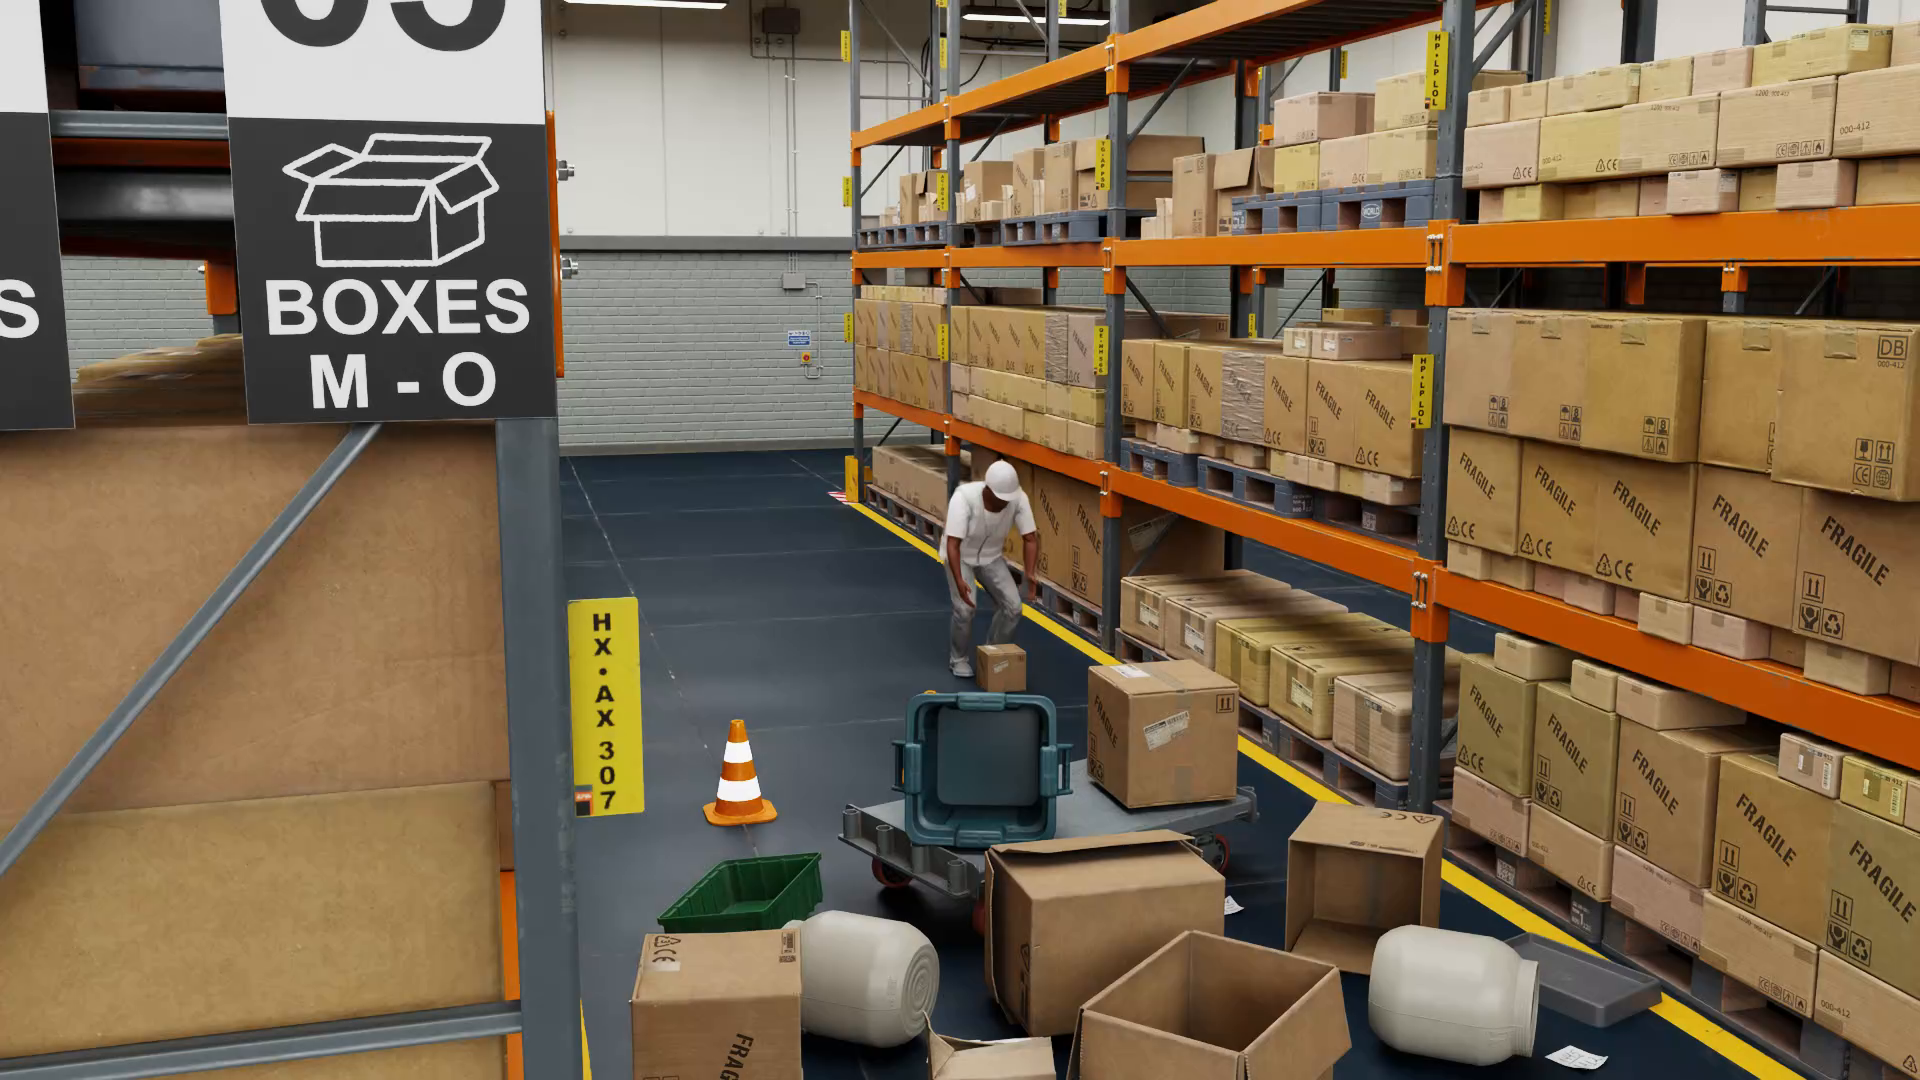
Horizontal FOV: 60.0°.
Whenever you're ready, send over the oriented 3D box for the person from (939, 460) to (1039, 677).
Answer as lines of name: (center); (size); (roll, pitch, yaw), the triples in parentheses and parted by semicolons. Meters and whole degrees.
person: (0.180, 0.171, 10.806); (0.631, 1.428, 0.747); (-3, 10, -19)
